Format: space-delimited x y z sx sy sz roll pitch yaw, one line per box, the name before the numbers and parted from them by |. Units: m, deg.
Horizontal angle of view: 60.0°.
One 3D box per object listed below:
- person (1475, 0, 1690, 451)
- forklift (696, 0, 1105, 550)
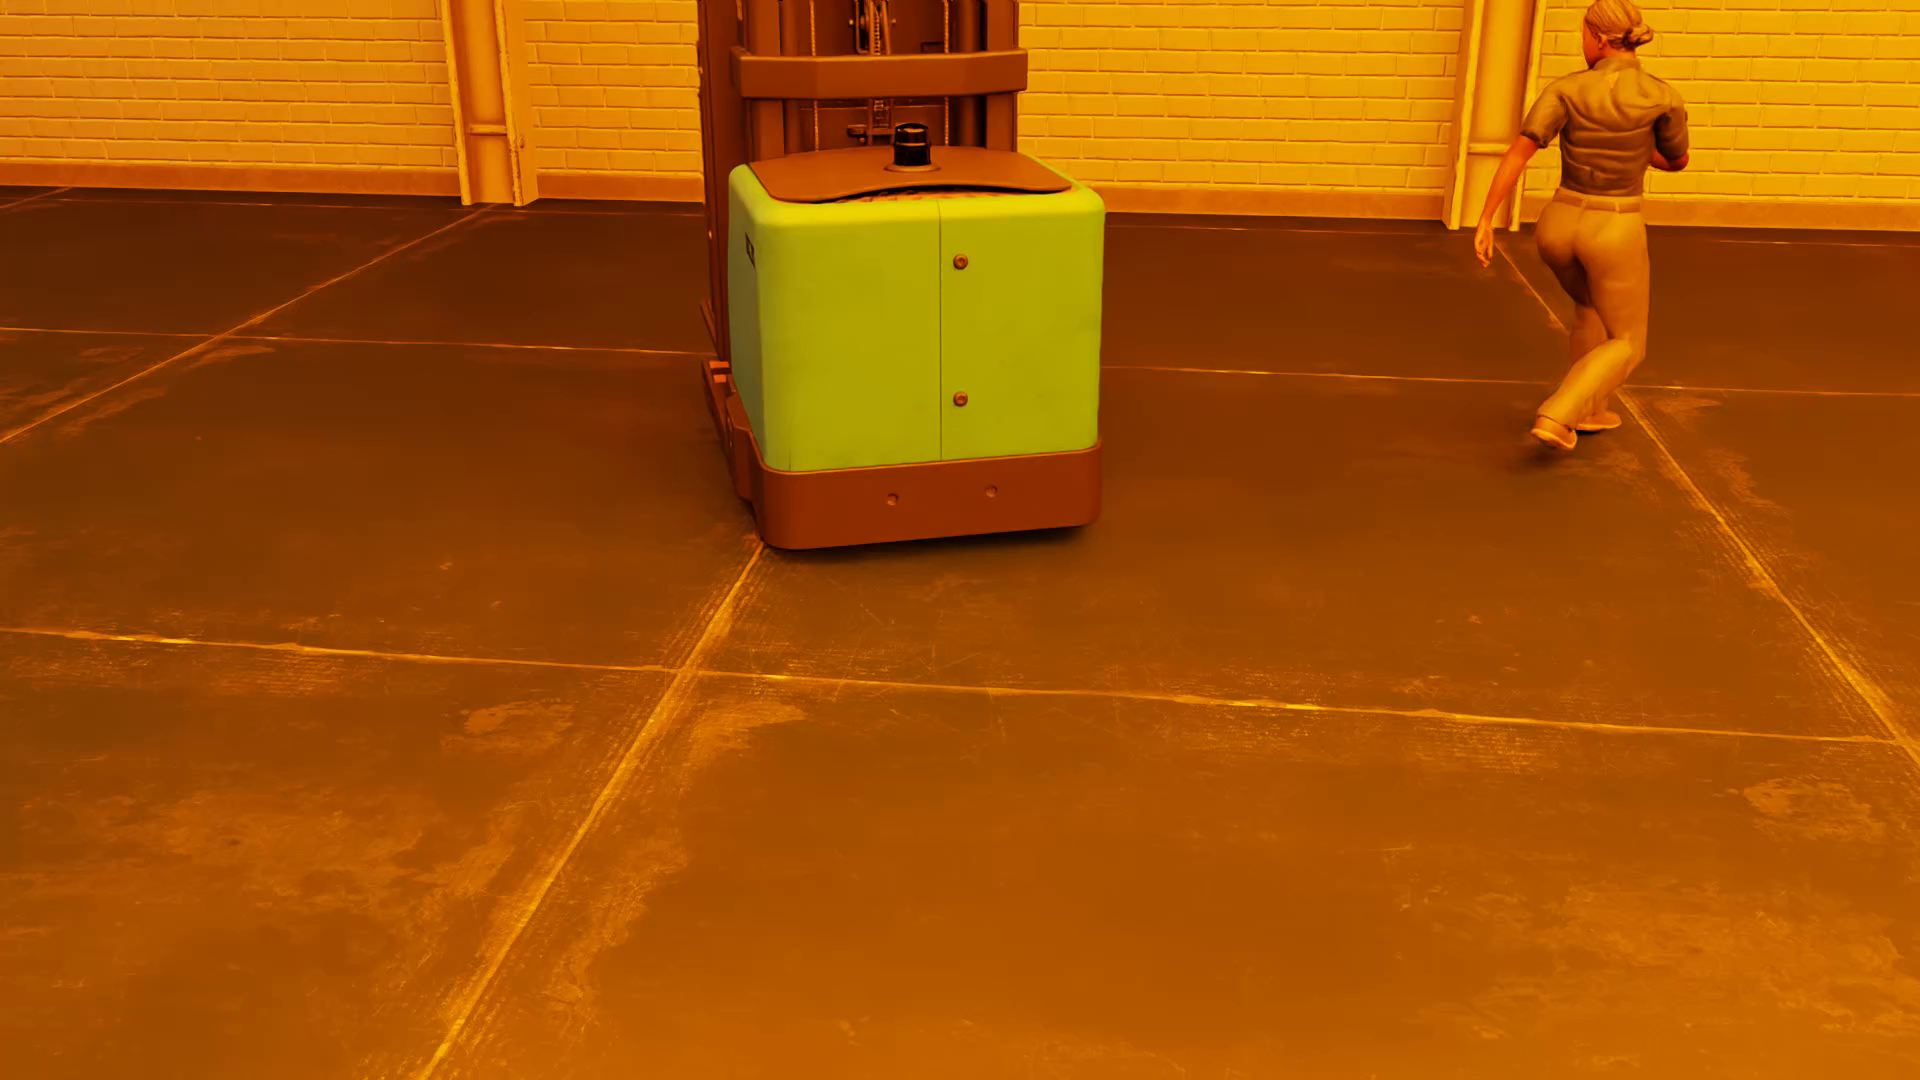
person | 2.191 -1.073 5.782 0.493 1.581 0.821 20 29 41
forklift | -0.395 -1.851 5.850 1.130 2.935 3.031 -5 22 -12
